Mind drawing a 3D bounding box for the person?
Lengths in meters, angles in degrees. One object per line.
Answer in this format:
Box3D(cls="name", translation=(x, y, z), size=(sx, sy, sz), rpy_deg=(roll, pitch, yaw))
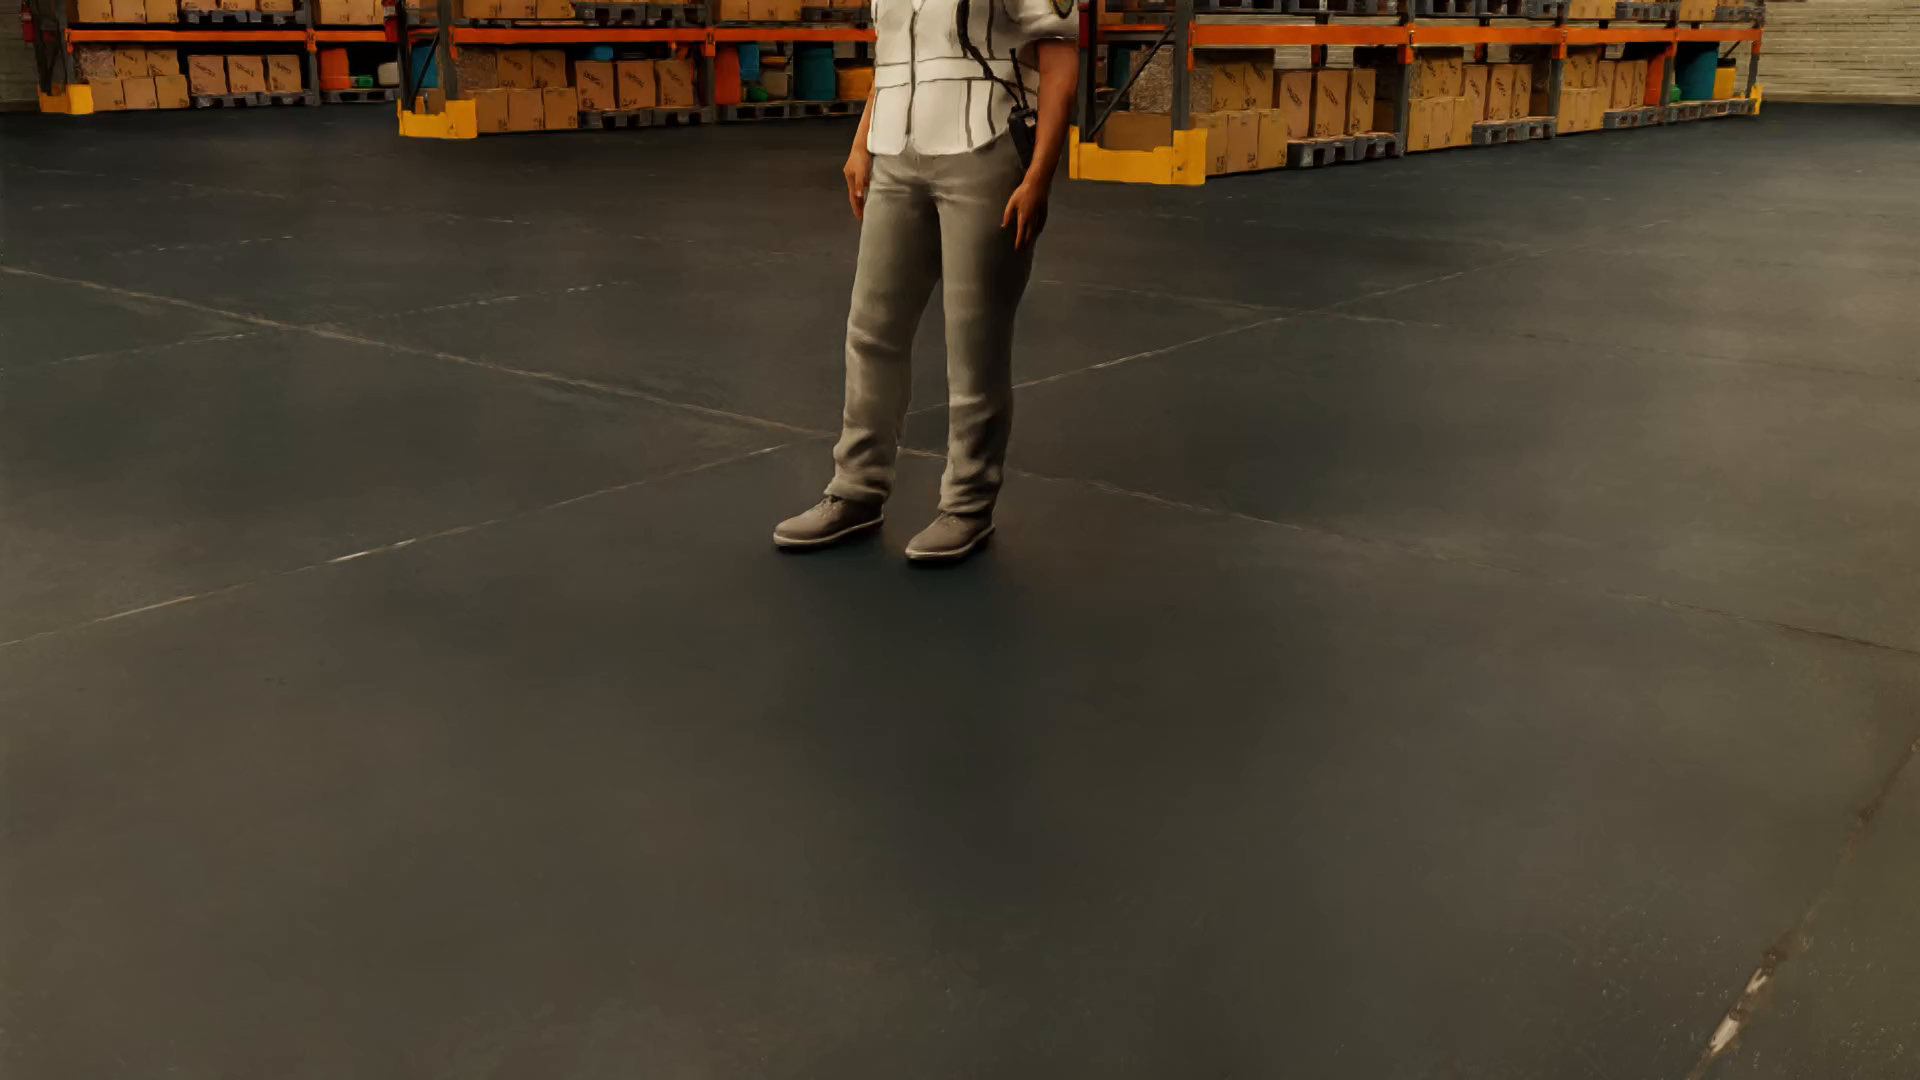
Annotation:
Box3D(cls="person", translation=(-0.066, -0.792, 3.655), size=(0.598, 1.669, 0.529), rpy_deg=(13, 21, 37))
